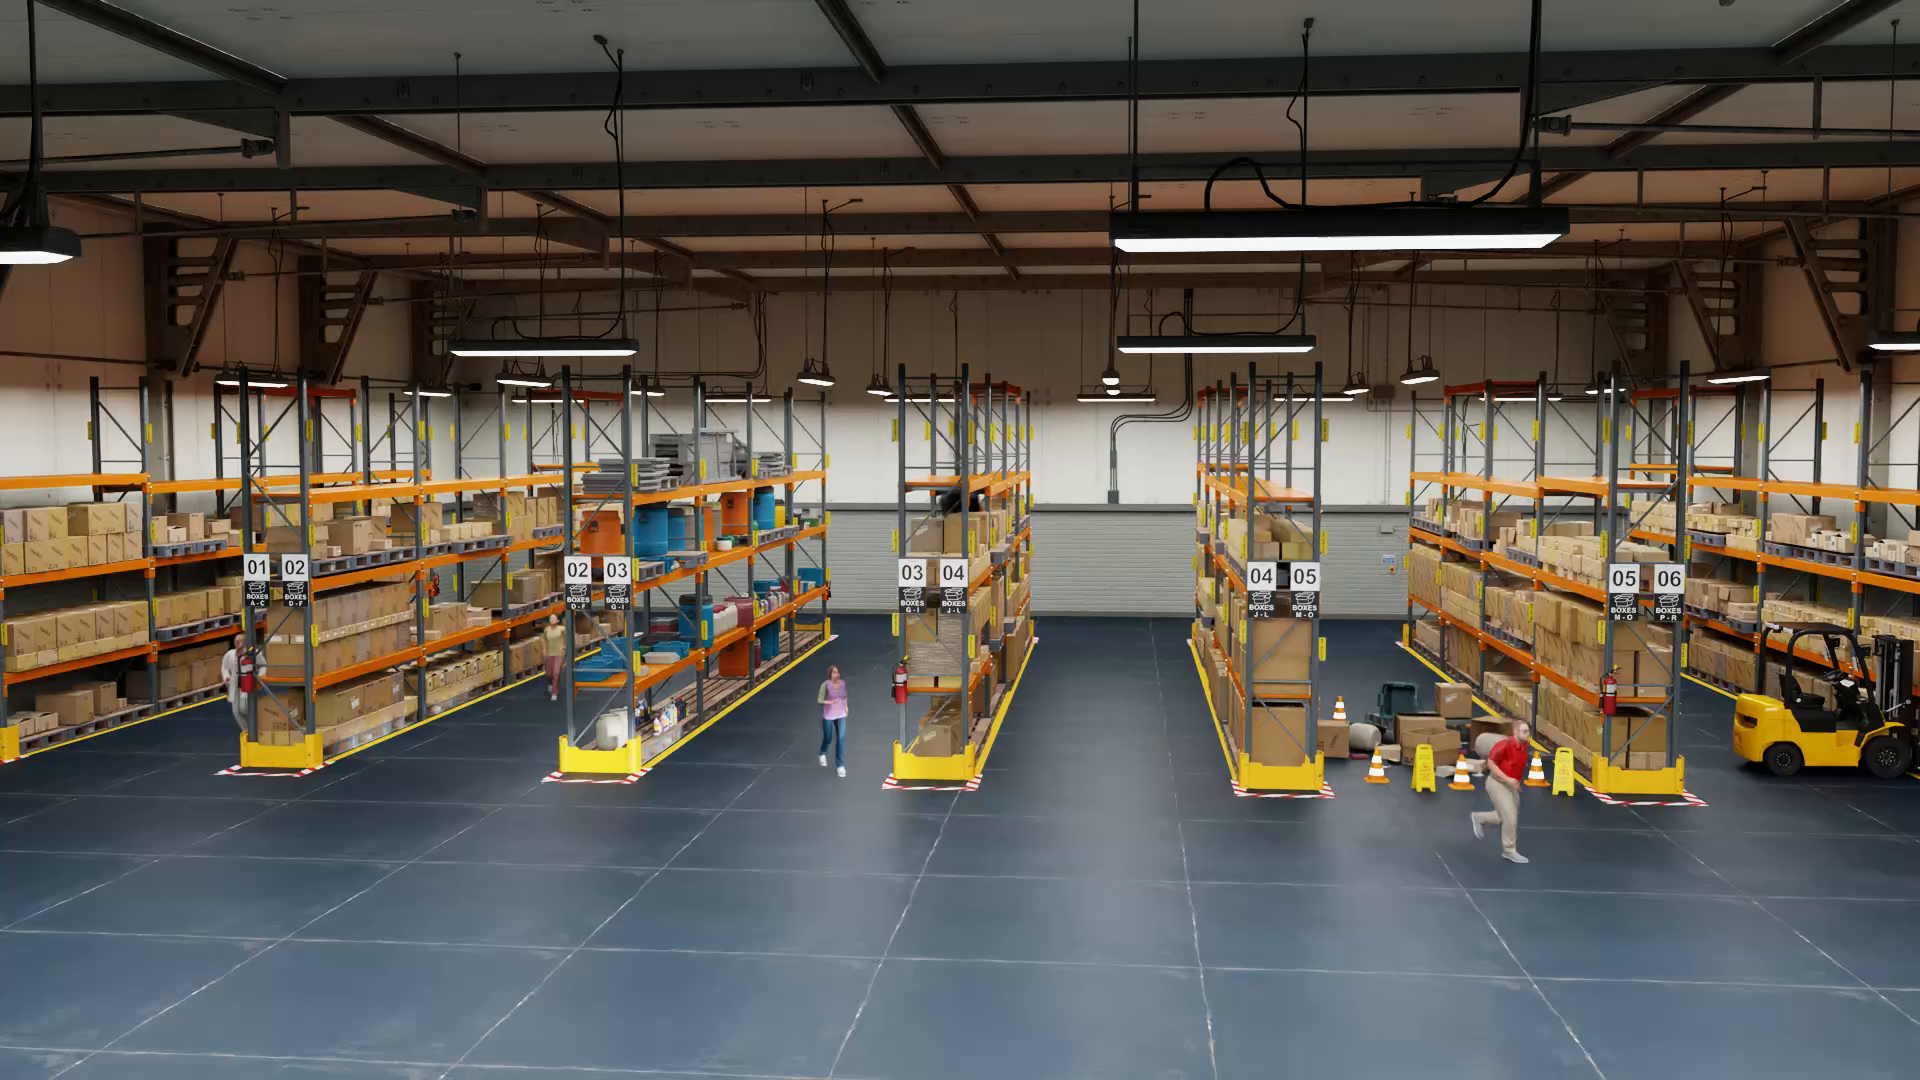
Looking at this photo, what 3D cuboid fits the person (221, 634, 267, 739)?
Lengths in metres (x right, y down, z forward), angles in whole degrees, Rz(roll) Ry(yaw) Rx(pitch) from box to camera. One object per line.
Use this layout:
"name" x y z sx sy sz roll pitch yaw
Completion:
"person" -11.724 2.399 27.154 0.694 1.730 0.671 0 4 0

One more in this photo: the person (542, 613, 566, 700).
"person" -7.611 2.183 31.347 0.574 1.639 0.583 0 4 -1

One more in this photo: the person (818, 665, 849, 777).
"person" -1.863 2.614 24.392 0.534 1.589 0.890 -2 4 -23

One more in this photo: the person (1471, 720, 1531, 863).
"person" 6.354 2.925 19.638 0.638 1.681 0.825 -2 4 -33
